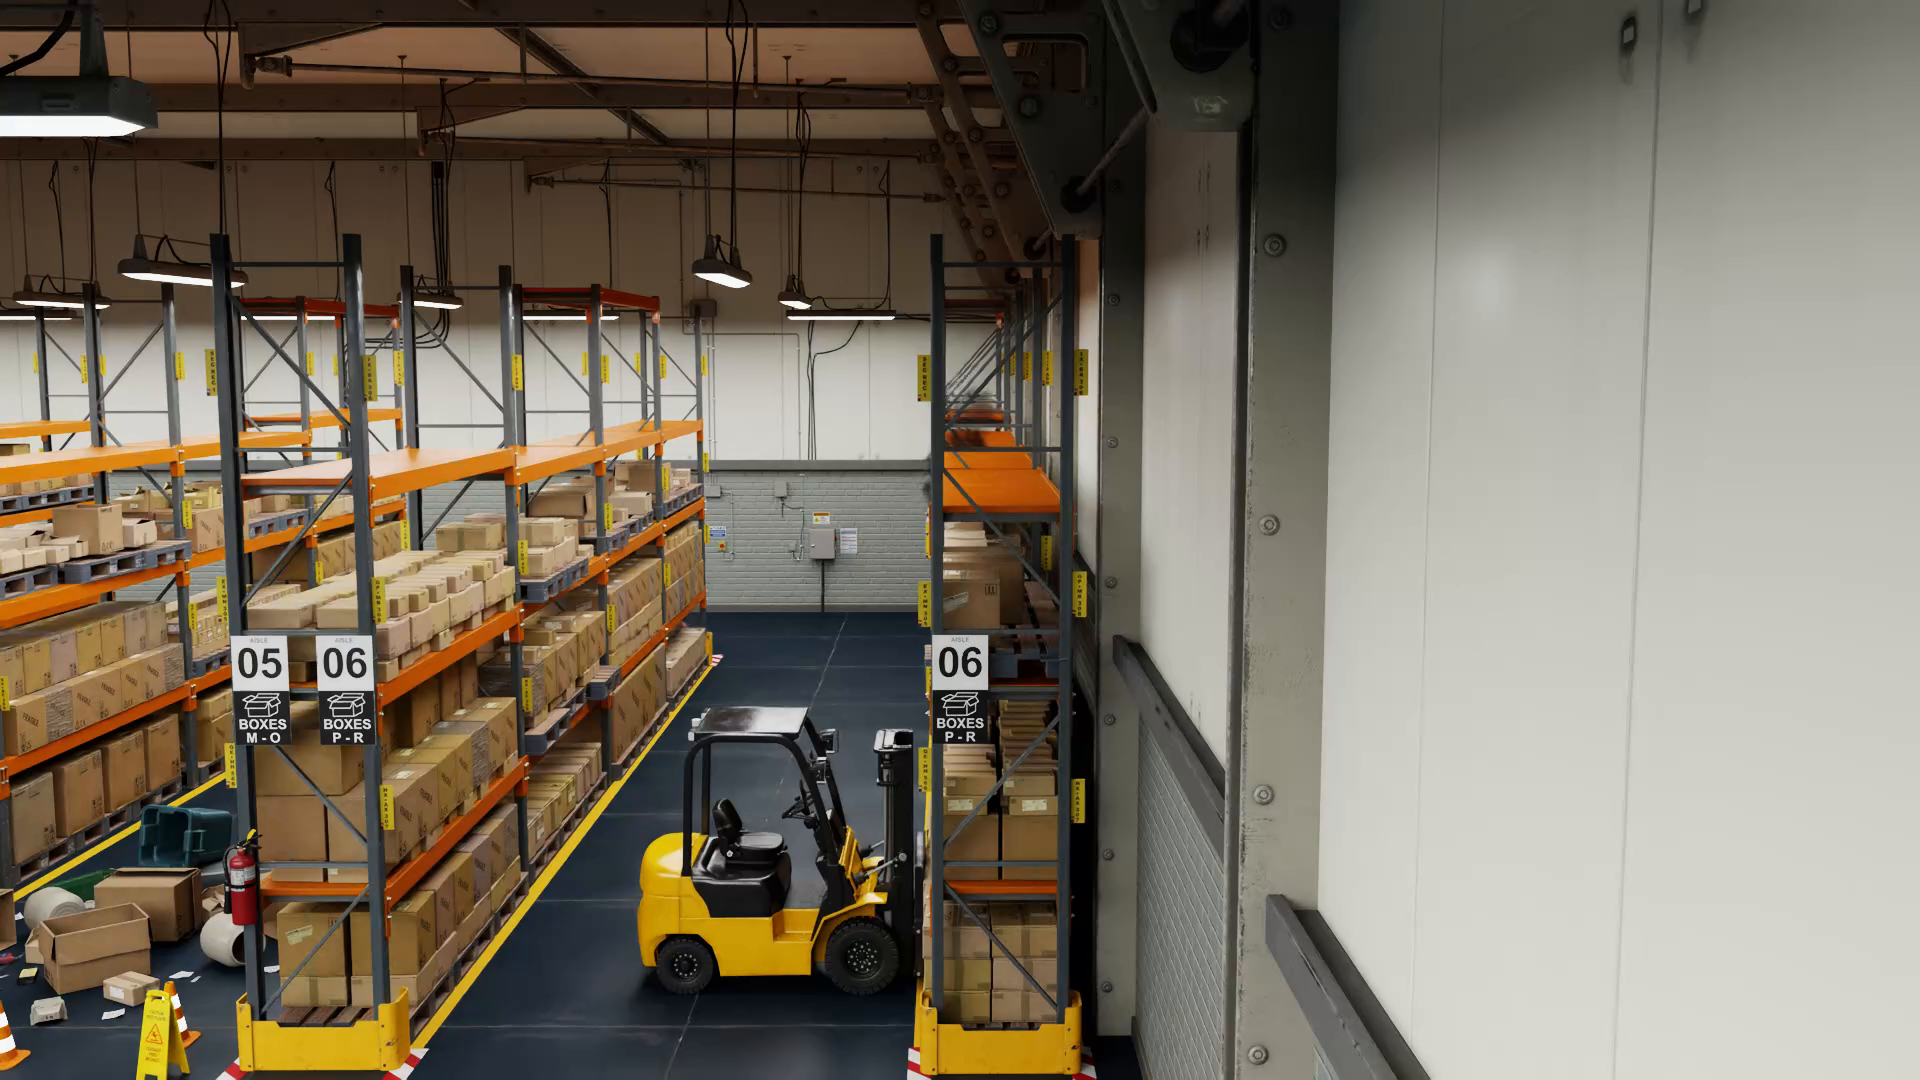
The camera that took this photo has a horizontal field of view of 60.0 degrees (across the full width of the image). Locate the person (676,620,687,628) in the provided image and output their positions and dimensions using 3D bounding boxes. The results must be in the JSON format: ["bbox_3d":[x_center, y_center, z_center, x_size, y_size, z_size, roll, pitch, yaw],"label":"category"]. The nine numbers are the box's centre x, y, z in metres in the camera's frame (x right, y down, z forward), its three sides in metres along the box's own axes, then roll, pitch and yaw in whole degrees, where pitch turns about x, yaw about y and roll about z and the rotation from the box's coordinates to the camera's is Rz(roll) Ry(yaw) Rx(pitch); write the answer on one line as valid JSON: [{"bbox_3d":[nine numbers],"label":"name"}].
[{"bbox_3d":[-5.095,1.125,29.274,0.660,1.660,0.637,2,7,19],"label":"person"}]
